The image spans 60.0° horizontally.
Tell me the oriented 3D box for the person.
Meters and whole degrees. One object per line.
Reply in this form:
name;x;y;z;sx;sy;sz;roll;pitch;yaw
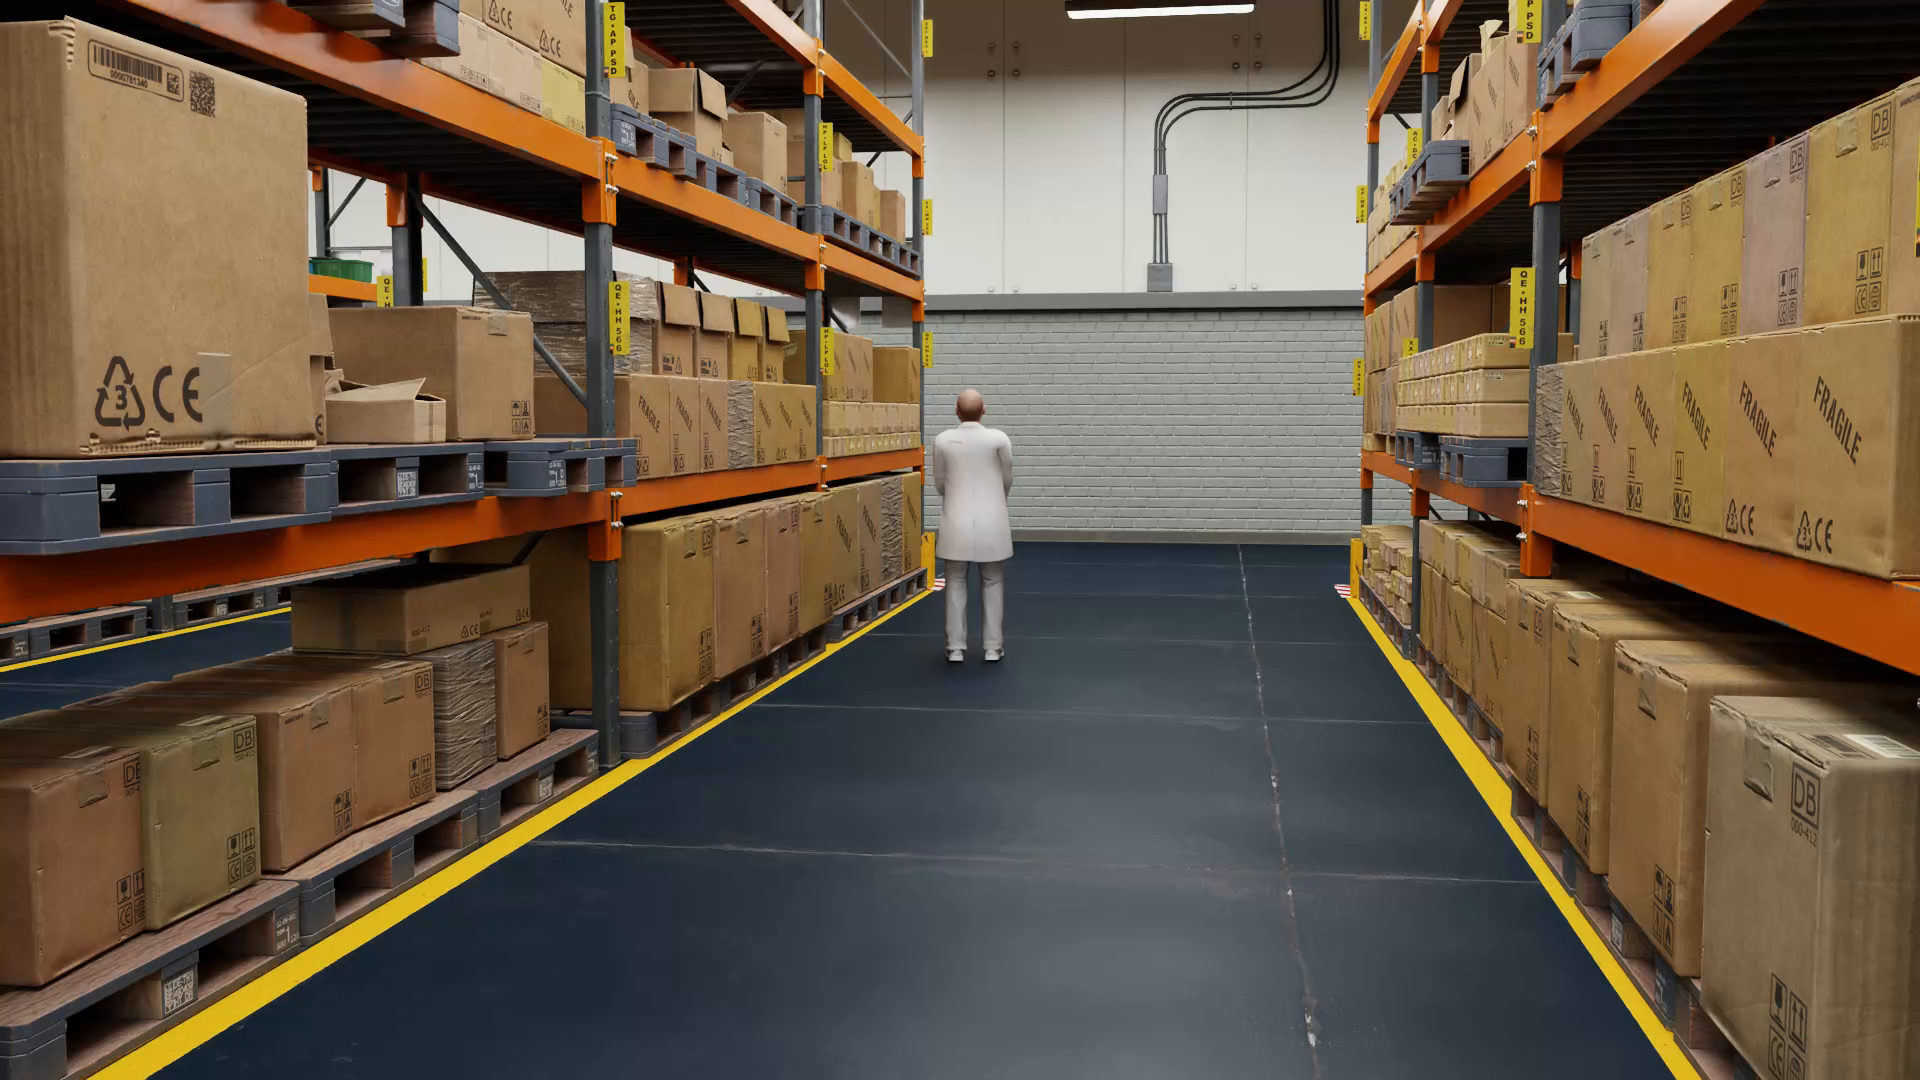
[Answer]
person;0.089;-0.104;10.948;0.528;1.773;0.554;0;4;3
